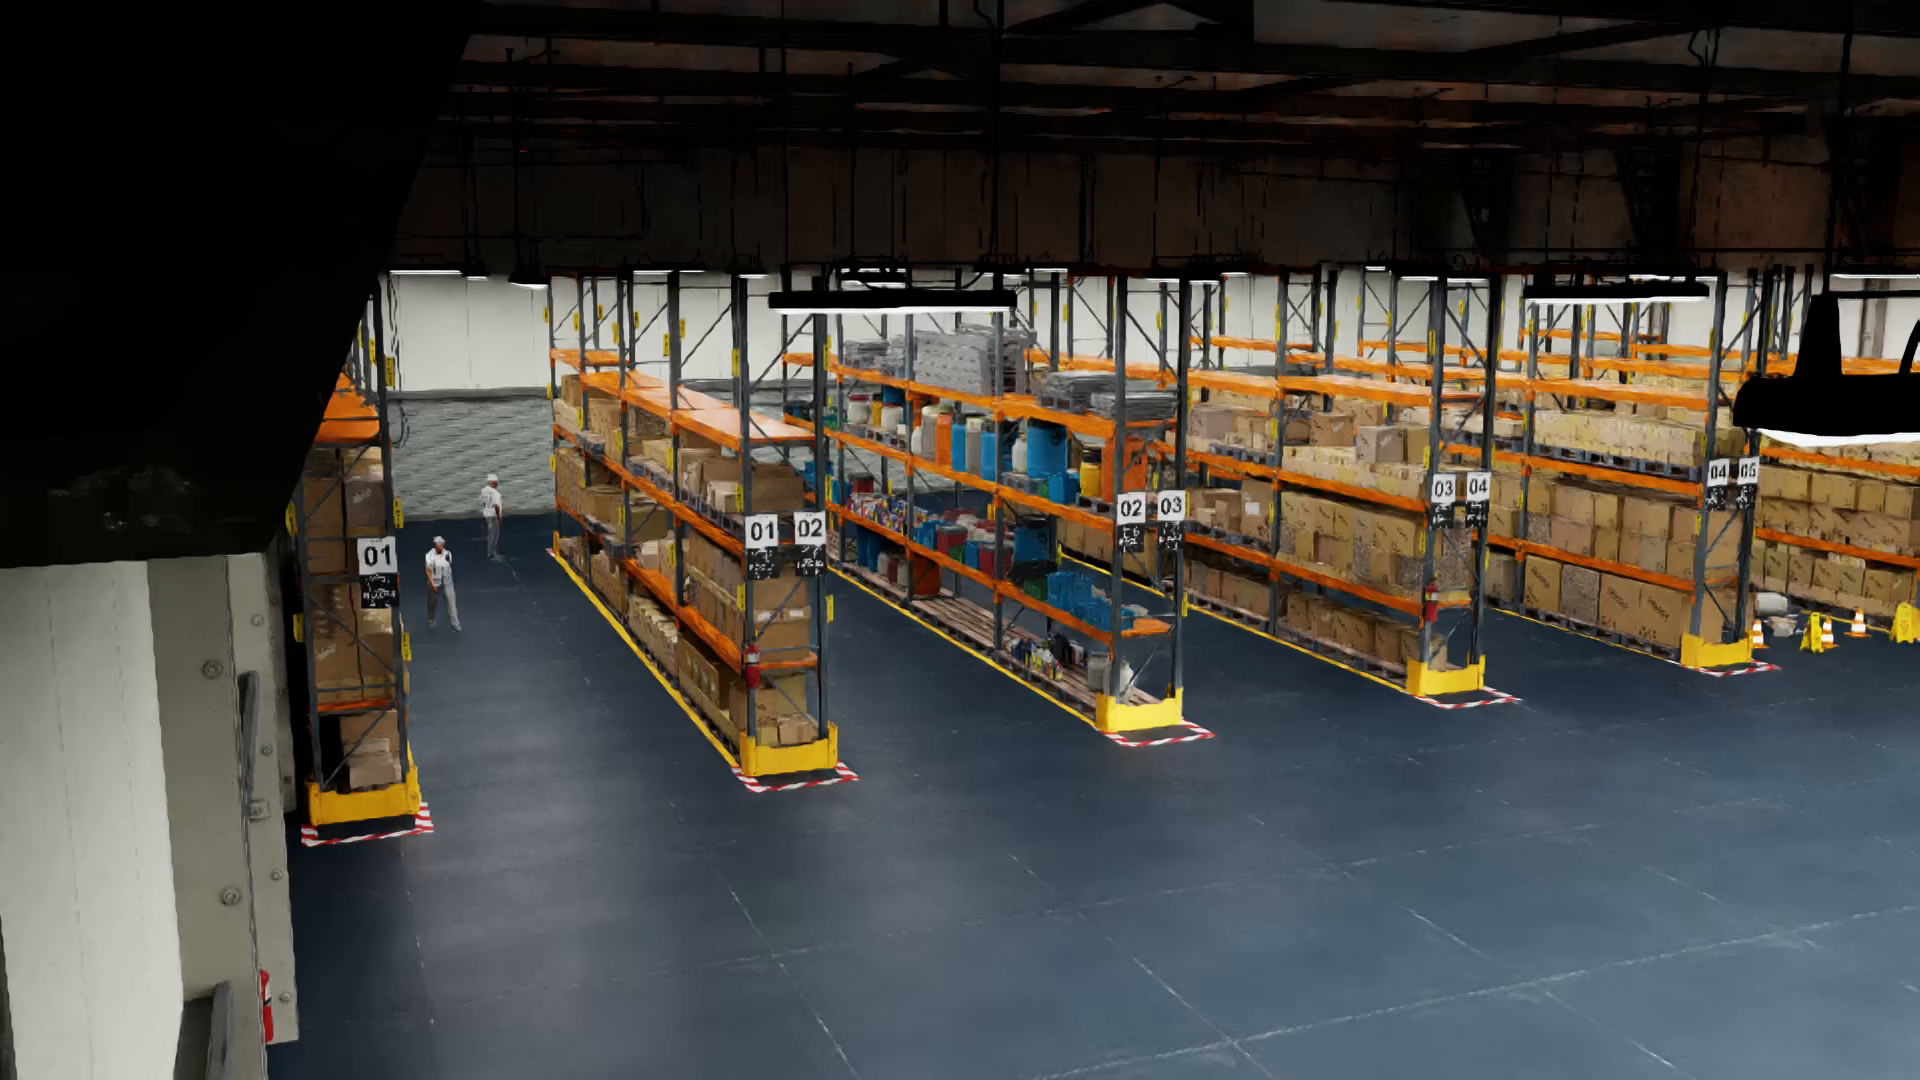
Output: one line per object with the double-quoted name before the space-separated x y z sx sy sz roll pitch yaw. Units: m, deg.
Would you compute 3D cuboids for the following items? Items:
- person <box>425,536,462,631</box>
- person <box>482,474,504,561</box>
"person" -8.718 0.711 27.886 0.490 1.597 0.999 -6 11 -29
"person" -9.575 -0.476 34.193 0.374 1.768 0.644 -7 12 -34
